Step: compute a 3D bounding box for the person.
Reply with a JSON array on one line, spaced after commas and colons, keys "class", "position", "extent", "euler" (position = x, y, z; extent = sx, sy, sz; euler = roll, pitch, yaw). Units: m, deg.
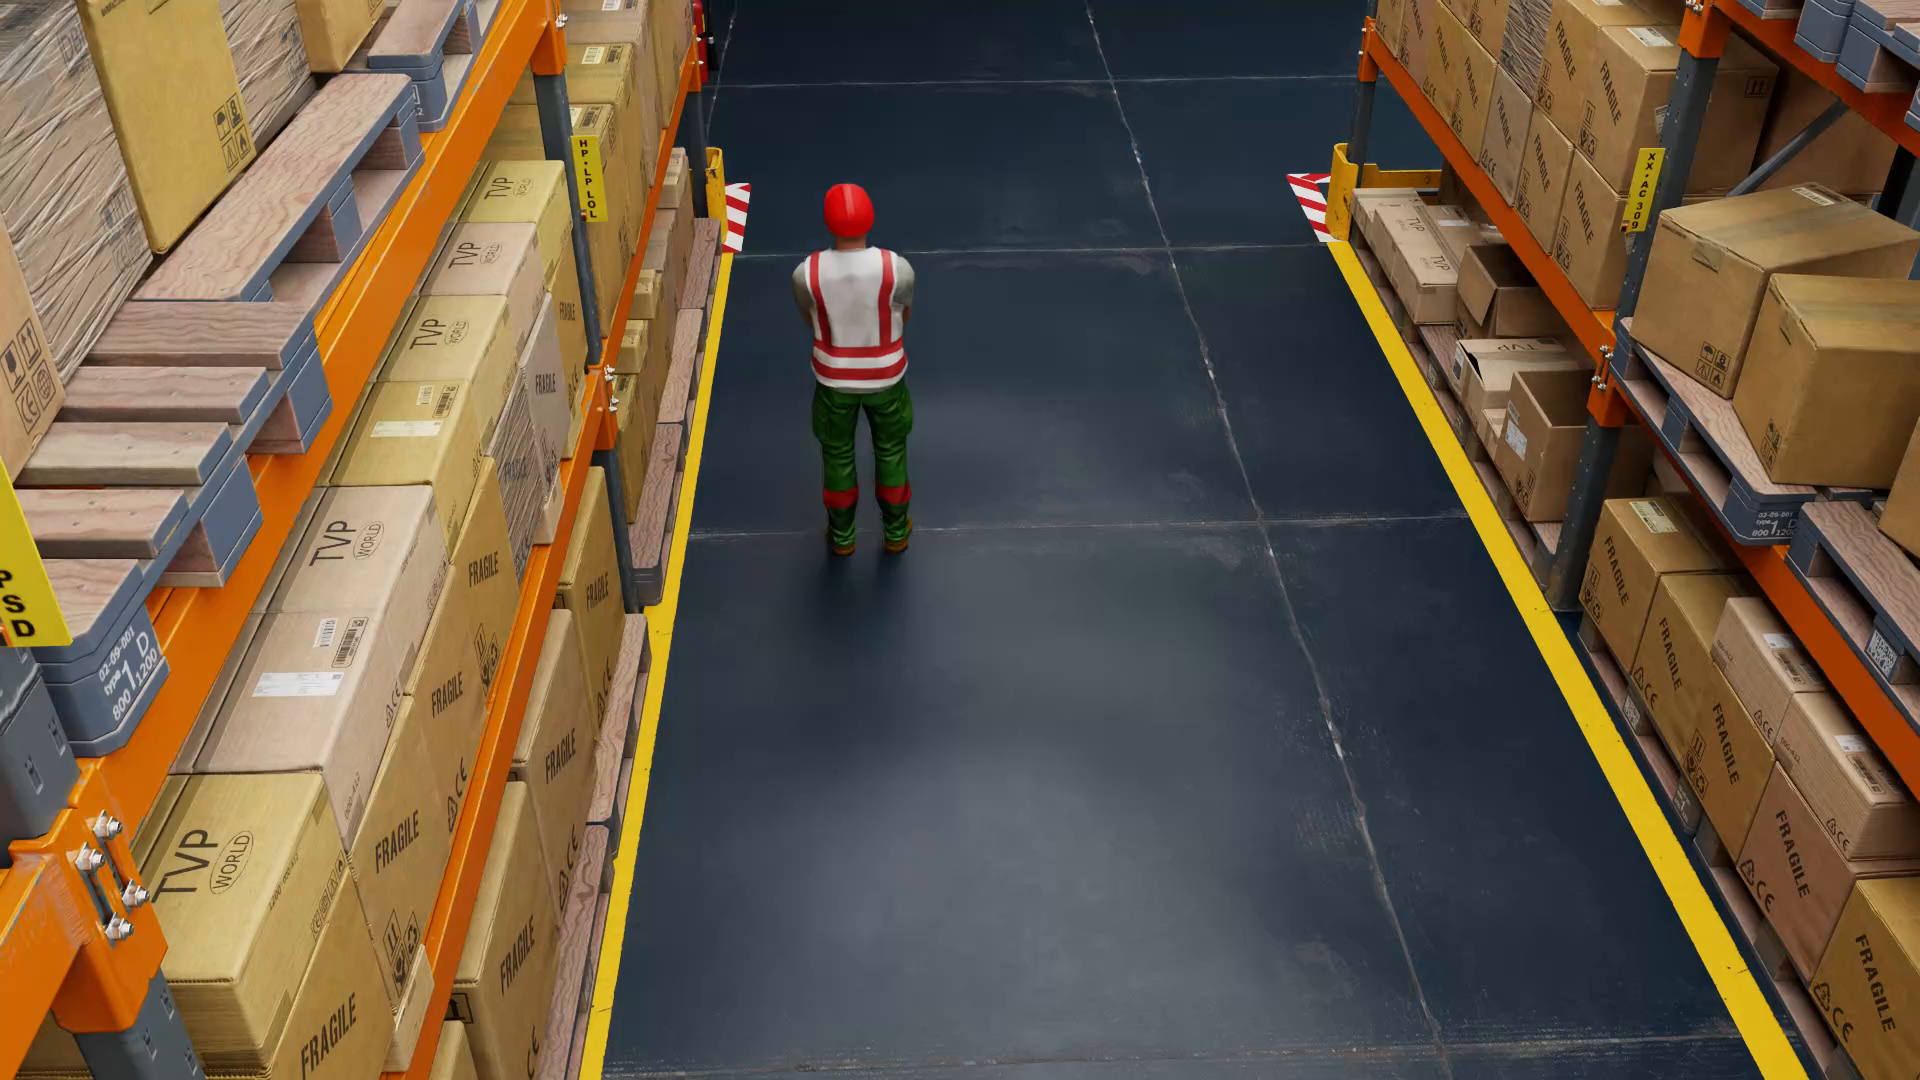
[{"class": "person", "position": [-0.441, -0.760, 7.210], "extent": [0.506, 1.792, 0.556], "euler": [-1, 35, -2]}]
